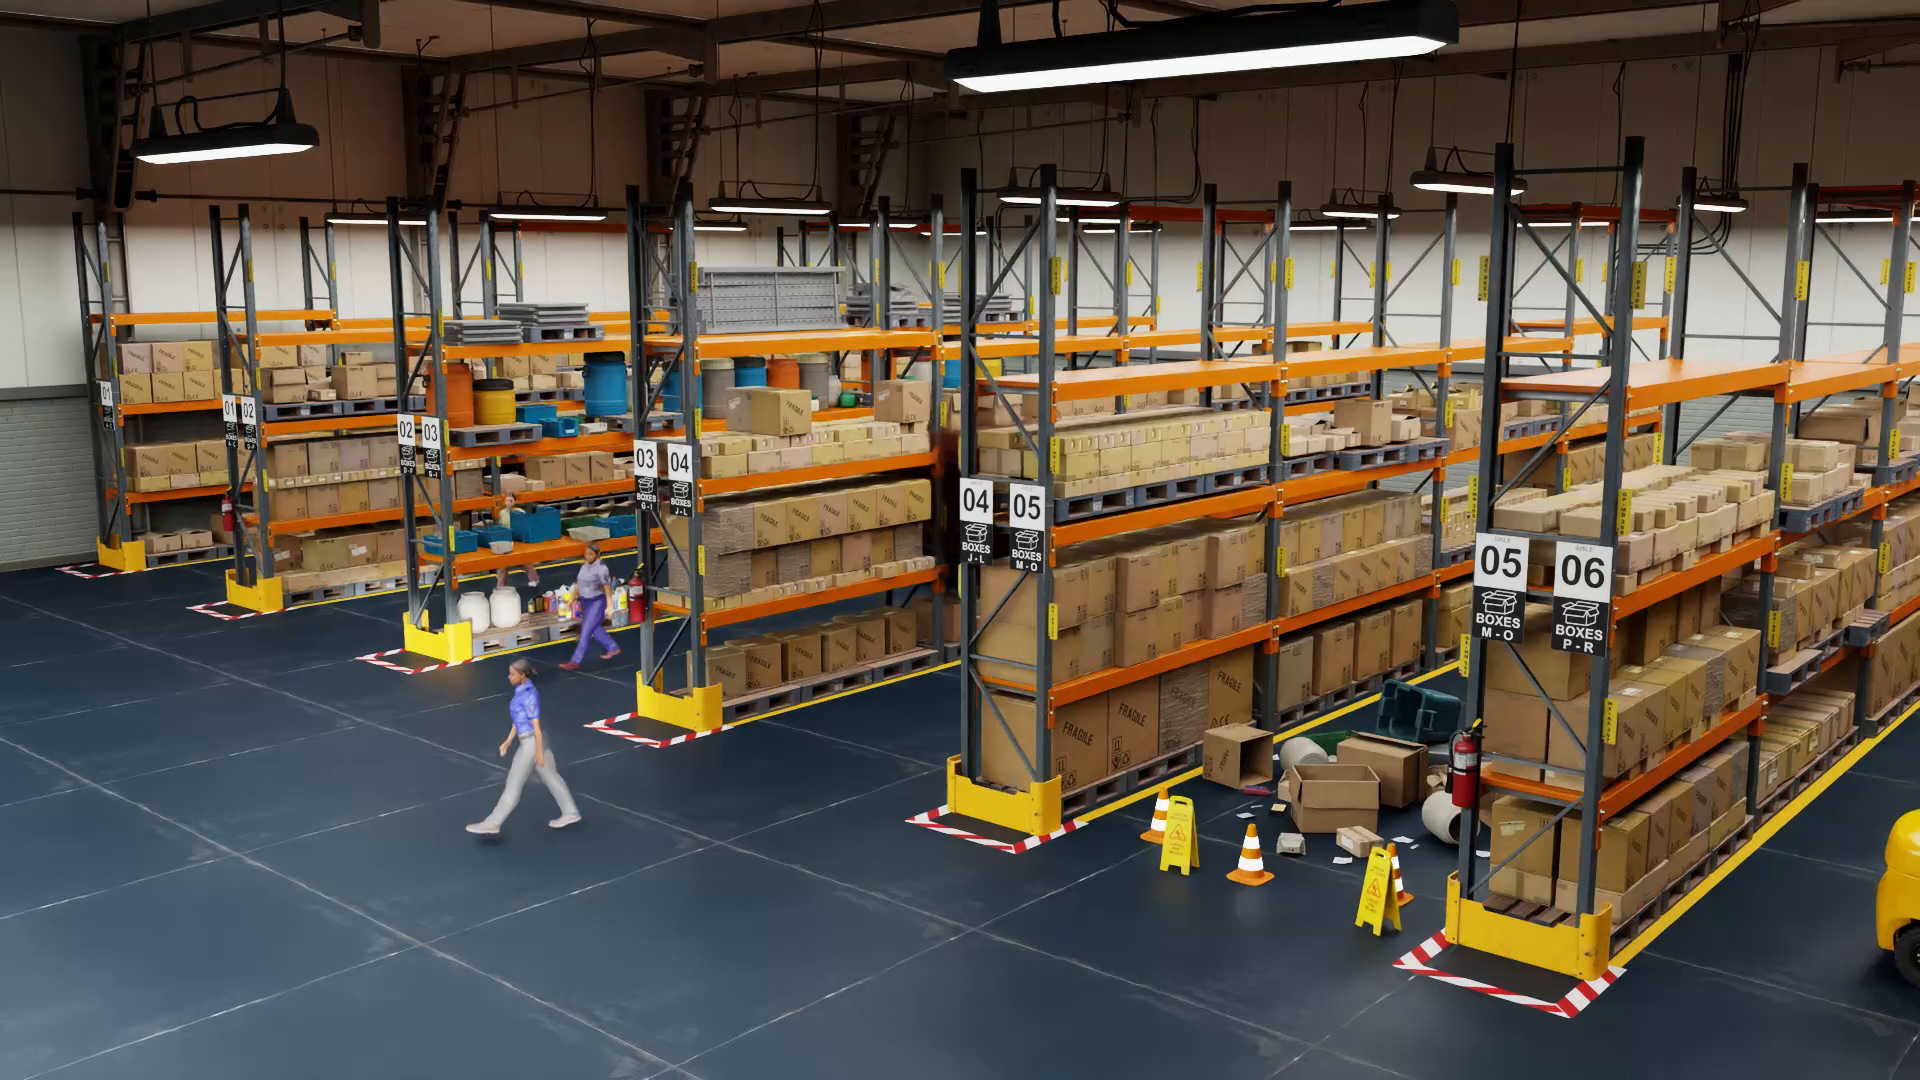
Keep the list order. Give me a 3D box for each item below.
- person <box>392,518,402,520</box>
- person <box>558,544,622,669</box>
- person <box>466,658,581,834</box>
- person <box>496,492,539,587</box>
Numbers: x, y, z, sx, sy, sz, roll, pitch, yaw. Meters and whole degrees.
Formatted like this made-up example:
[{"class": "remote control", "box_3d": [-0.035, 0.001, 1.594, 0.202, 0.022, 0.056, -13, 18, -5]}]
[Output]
[{"class": "person", "box_3d": [-9.643, -0.413, 28.824, 0.540, 1.658, 0.534, 6, 11, 33]}, {"class": "person", "box_3d": [-4.744, 0.834, 21.327, 0.544, 1.598, 0.976, 9, 13, 43]}, {"class": "person", "box_3d": [-3.989, 1.870, 15.128, 1.005, 1.595, 0.464, -2, 10, -11]}, {"class": "person", "box_3d": [-6.985, 0.054, 26.018, 0.515, 1.594, 1.099, 3, 10, 16]}]
